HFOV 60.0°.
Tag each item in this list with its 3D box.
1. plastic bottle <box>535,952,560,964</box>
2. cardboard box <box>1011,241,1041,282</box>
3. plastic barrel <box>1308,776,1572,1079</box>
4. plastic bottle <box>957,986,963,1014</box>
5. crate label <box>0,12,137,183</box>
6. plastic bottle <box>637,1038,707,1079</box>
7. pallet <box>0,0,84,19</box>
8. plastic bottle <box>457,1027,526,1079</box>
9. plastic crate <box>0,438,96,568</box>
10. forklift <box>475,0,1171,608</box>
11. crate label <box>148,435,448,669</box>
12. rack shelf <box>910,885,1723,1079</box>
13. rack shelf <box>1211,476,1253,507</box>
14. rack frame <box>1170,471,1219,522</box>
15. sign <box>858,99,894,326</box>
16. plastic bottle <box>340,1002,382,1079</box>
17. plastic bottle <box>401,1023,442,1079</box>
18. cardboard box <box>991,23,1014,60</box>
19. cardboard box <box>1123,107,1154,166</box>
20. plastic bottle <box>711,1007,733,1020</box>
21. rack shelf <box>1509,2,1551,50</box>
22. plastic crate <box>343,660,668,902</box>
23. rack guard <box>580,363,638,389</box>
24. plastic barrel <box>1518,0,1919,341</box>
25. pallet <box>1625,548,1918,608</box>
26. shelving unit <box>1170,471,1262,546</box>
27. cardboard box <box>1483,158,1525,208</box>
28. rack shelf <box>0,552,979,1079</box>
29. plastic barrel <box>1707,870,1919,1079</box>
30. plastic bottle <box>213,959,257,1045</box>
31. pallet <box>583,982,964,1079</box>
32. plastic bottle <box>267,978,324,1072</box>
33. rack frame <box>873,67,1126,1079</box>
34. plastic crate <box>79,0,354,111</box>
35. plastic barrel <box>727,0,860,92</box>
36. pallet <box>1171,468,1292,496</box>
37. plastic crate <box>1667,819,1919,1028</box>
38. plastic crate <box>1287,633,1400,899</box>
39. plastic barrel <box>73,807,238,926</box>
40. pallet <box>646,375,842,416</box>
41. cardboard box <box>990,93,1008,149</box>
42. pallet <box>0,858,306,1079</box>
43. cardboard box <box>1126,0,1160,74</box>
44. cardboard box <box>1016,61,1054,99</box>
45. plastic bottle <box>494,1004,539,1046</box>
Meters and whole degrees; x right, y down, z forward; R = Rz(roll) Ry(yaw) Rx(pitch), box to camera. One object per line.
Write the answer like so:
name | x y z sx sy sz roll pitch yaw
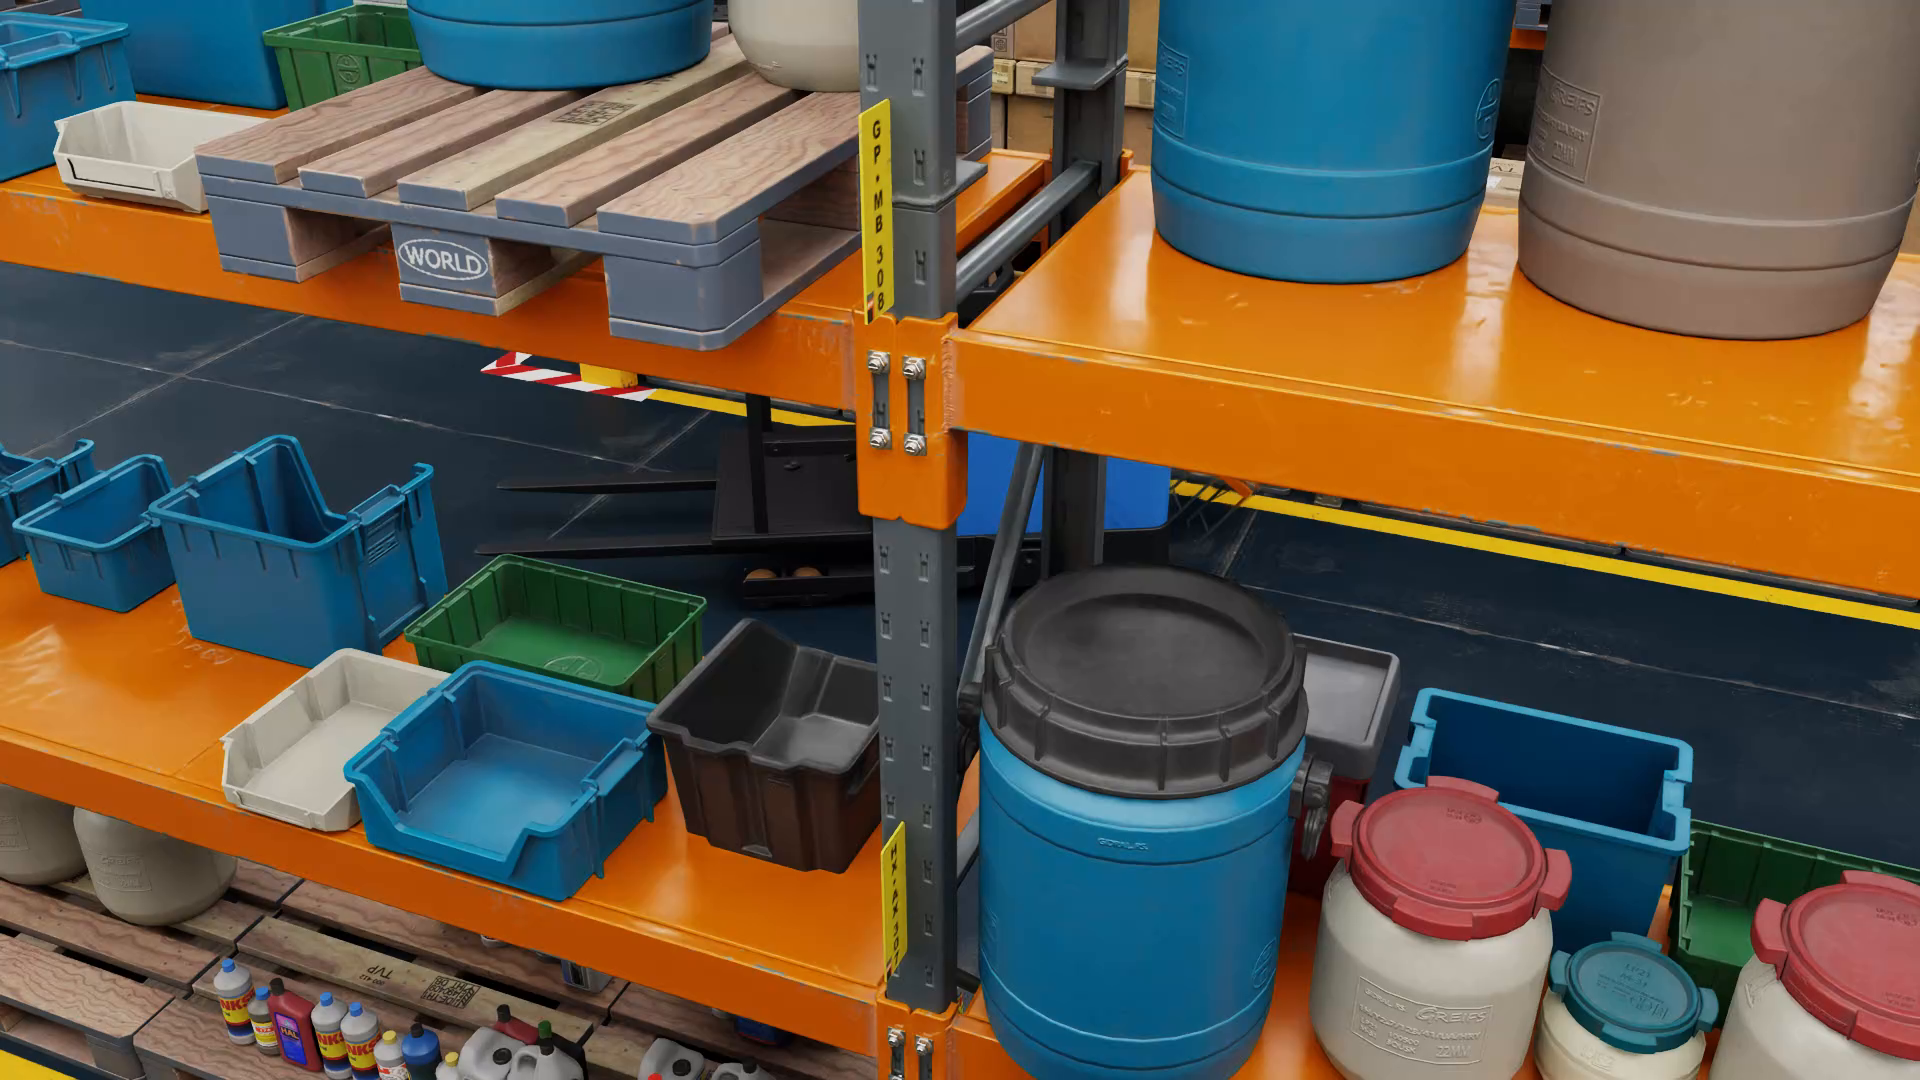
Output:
plastic bottle | -1.246 1.171 5.027 0.097 0.201 0.097 0 29 0
cardboard box | 0.522 -1.177 8.390 0.500 0.500 0.500 11 31 19
plastic barrel | 0.896 0.786 3.174 0.433 0.535 0.433 0 29 0
plastic bottle | -0.039 1.305 4.718 0.097 0.271 0.097 0 29 0
crate label | -2.005 -0.916 3.426 0.408 0.251 0.502 11 31 19
plastic bottle | -0.759 1.467 4.428 0.135 0.276 0.152 11 31 19
pallet | -2.885 -1.198 3.965 1.213 0.211 1.003 11 31 19
plastic bottle | -1.240 1.447 4.462 0.135 0.276 0.152 12 32 20
plastic crate | -3.039 -0.151 5.121 0.616 0.251 0.499 11 31 19
forklift | -0.621 -1.251 6.984 3.031 2.935 1.130 -2 30 -4
crate label | -1.808 0.029 4.613 0.616 0.435 0.502 11 31 19
rack shelf | 1.945 1.251 3.220 4.000 0.370 1.077 11 31 19
rack shelf | 1.227 -0.294 7.658 0.180 0.103 0.258 37 20 -22
rack frame | 1.348 -0.535 7.531 0.006 1.200 0.240 37 20 -22
sign | -0.126 -0.493 2.517 0.005 0.325 0.100 11 31 19
plastic bottle | -1.642 1.383 4.580 0.097 0.271 0.097 0 29 0
plastic bottle | -1.454 1.421 4.513 0.097 0.271 0.097 0 29 0
cardboard box | 0.149 -2.656 7.981 0.500 0.500 0.700 11 31 19
cardboard box | 1.053 -1.907 7.975 0.500 0.500 0.700 11 31 19
plastic bottle | -0.680 1.254 4.809 0.097 0.271 0.097 0 29 0
rack shelf | 5.670 -3.266 11.211 4.000 0.370 1.077 11 31 19
plastic crate | -1.036 0.552 3.877 0.616 0.251 0.499 11 31 19
rack guard | -1.771 -1.346 9.624 0.348 0.500 1.175 11 31 19
plastic barrel | 1.250 -0.840 2.630 0.600 0.901 0.600 0 29 0
pallet | 3.789 -0.133 7.770 1.213 0.211 1.003 11 31 19
shelving unit | 1.416 -0.484 7.565 0.189 1.200 0.258 37 20 -22
cardboard box | 2.430 -1.554 7.603 0.500 0.250 0.500 13 32 22
rack shelf | -1.762 0.511 4.529 4.000 0.370 1.077 11 31 19
plastic barrel | 1.575 0.921 2.934 0.433 0.535 0.433 0 29 0
plastic bottle | -2.052 1.301 4.725 0.097 0.271 0.097 0 29 0
pallet | -0.515 1.638 4.637 1.213 0.211 1.003 11 31 19
plastic bottle | -1.849 1.346 4.633 0.133 0.283 0.061 12 32 20
rack frame | 0.092 0.568 3.697 0.127 3.000 1.000 11 31 19
plastic crate | -1.735 -1.256 3.891 0.575 0.384 0.392 11 31 19
plastic barrel | -0.234 -1.139 3.128 0.421 0.512 0.421 0 29 0
pallet | 1.236 -0.642 8.672 1.213 0.211 1.003 11 31 19
plastic crate | 1.811 0.853 3.407 0.662 0.188 0.450 11 31 19
plastic crate | 0.655 0.490 3.770 0.583 0.464 0.402 11 31 19
plastic barrel | -2.512 0.908 5.197 0.421 0.512 0.421 0 29 0
pallet | -1.025 -1.094 9.471 1.213 0.211 1.003 11 31 19
cardboard box | 0.114 -2.096 8.309 0.500 0.500 0.700 12 32 21
pallet | -2.776 1.187 5.435 1.213 0.211 1.003 11 31 19
cardboard box | 1.075 -2.471 7.652 0.500 0.500 0.700 11 31 19
cardboard box | 0.449 -2.204 7.841 0.250 0.149 0.380 12 32 21
plastic bottle | -1.200 1.395 4.547 0.133 0.283 0.061 11 31 19
